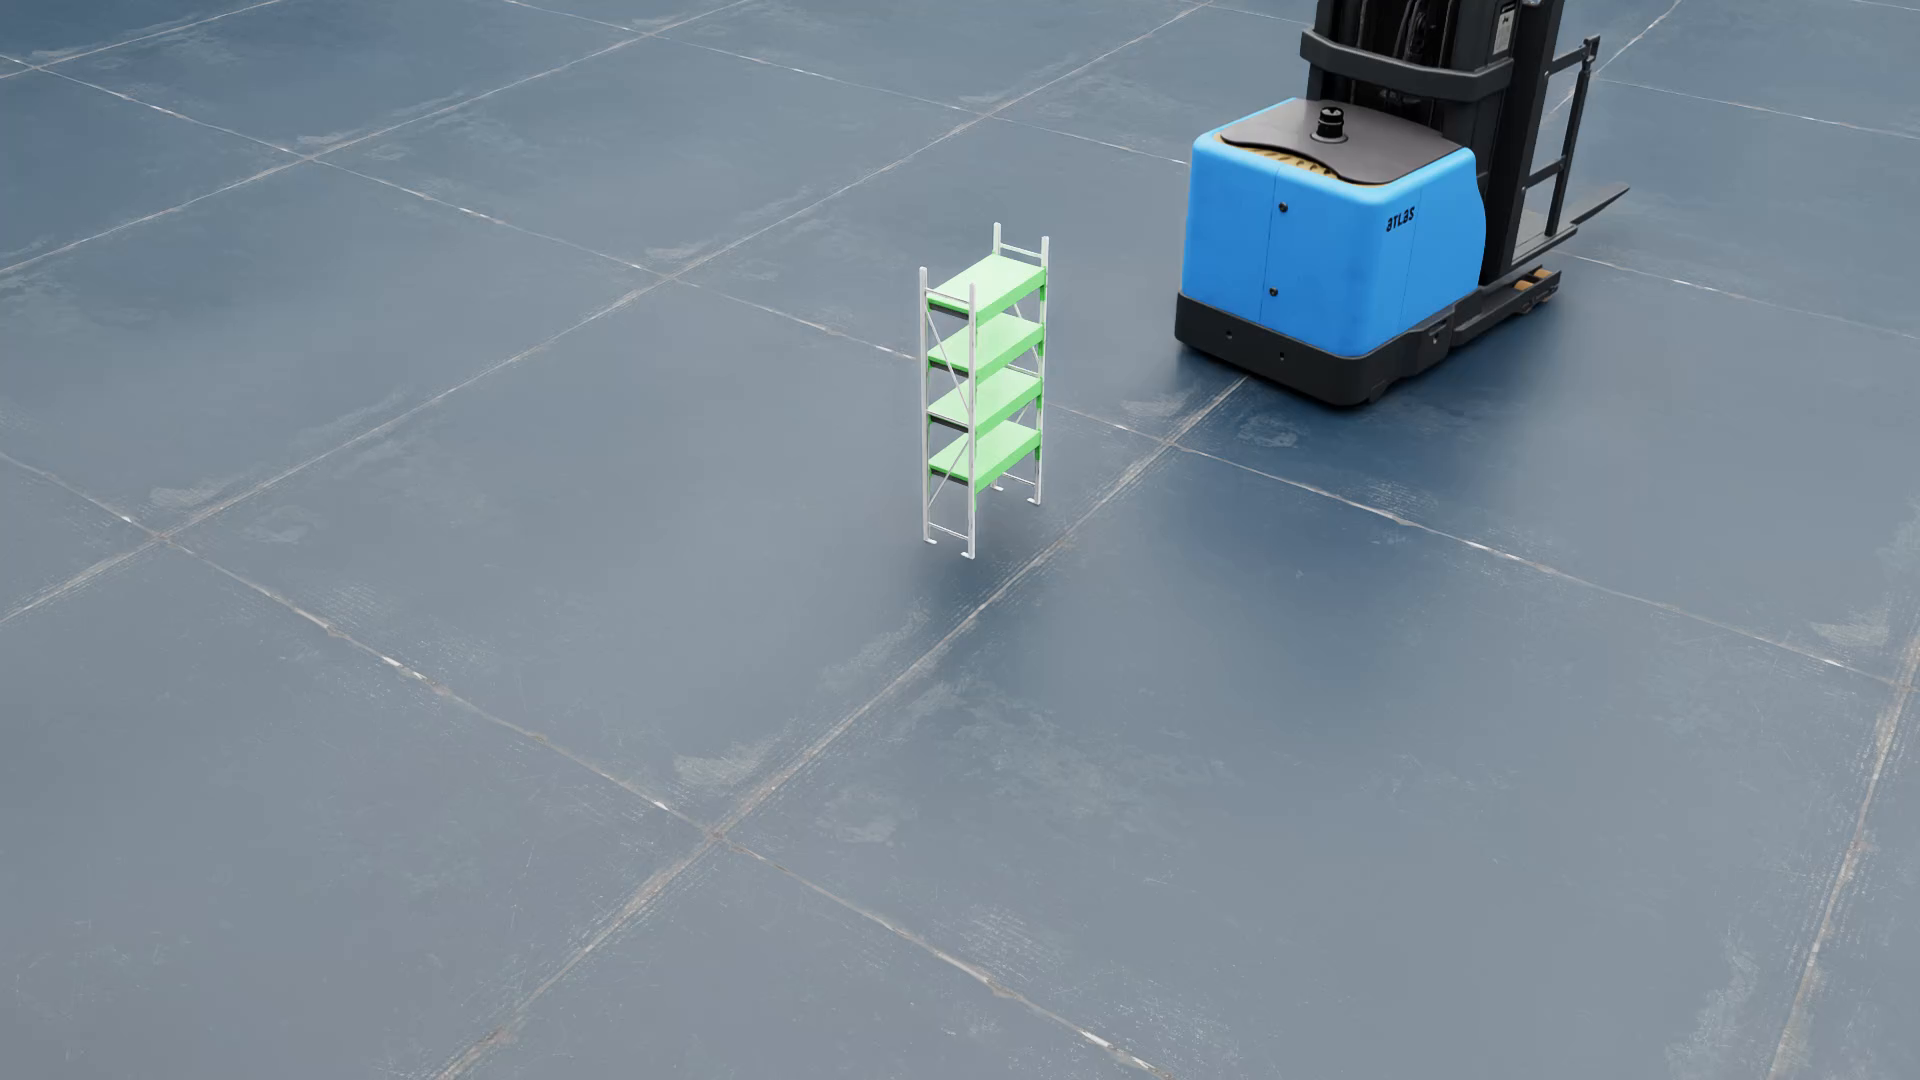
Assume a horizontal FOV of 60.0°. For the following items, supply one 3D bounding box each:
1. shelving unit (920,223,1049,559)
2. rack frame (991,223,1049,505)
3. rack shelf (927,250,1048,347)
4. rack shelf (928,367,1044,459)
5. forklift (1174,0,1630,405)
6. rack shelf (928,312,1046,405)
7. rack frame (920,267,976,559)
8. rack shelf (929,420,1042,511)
[{"bbox_3d":[0.094,-0.573,6.527,0.258,1.200,0.503,21,39,28],"label":"shelving unit"},{"bbox_3d":[0.234,-0.685,6.693,0.240,1.200,0.015,21,39,28],"label":"rack frame"},{"bbox_3d":[0.094,-0.918,6.293,0.258,0.148,0.480,21,39,28],"label":"rack shelf"},{"bbox_3d":[0.094,-0.520,6.562,0.258,0.148,0.480,21,39,28],"label":"rack shelf"},{"bbox_3d":[2.440,-2.545,7.897,1.130,2.935,3.031,29,44,36],"label":"forklift"},{"bbox_3d":[0.094,-0.719,6.428,0.258,0.148,0.480,21,39,28],"label":"rack shelf"},{"bbox_3d":[-0.045,-0.461,6.360,0.240,1.200,0.015,21,39,28],"label":"rack frame"},{"bbox_3d":[0.094,-0.321,6.697,0.258,0.148,0.480,21,39,28],"label":"rack shelf"}]
